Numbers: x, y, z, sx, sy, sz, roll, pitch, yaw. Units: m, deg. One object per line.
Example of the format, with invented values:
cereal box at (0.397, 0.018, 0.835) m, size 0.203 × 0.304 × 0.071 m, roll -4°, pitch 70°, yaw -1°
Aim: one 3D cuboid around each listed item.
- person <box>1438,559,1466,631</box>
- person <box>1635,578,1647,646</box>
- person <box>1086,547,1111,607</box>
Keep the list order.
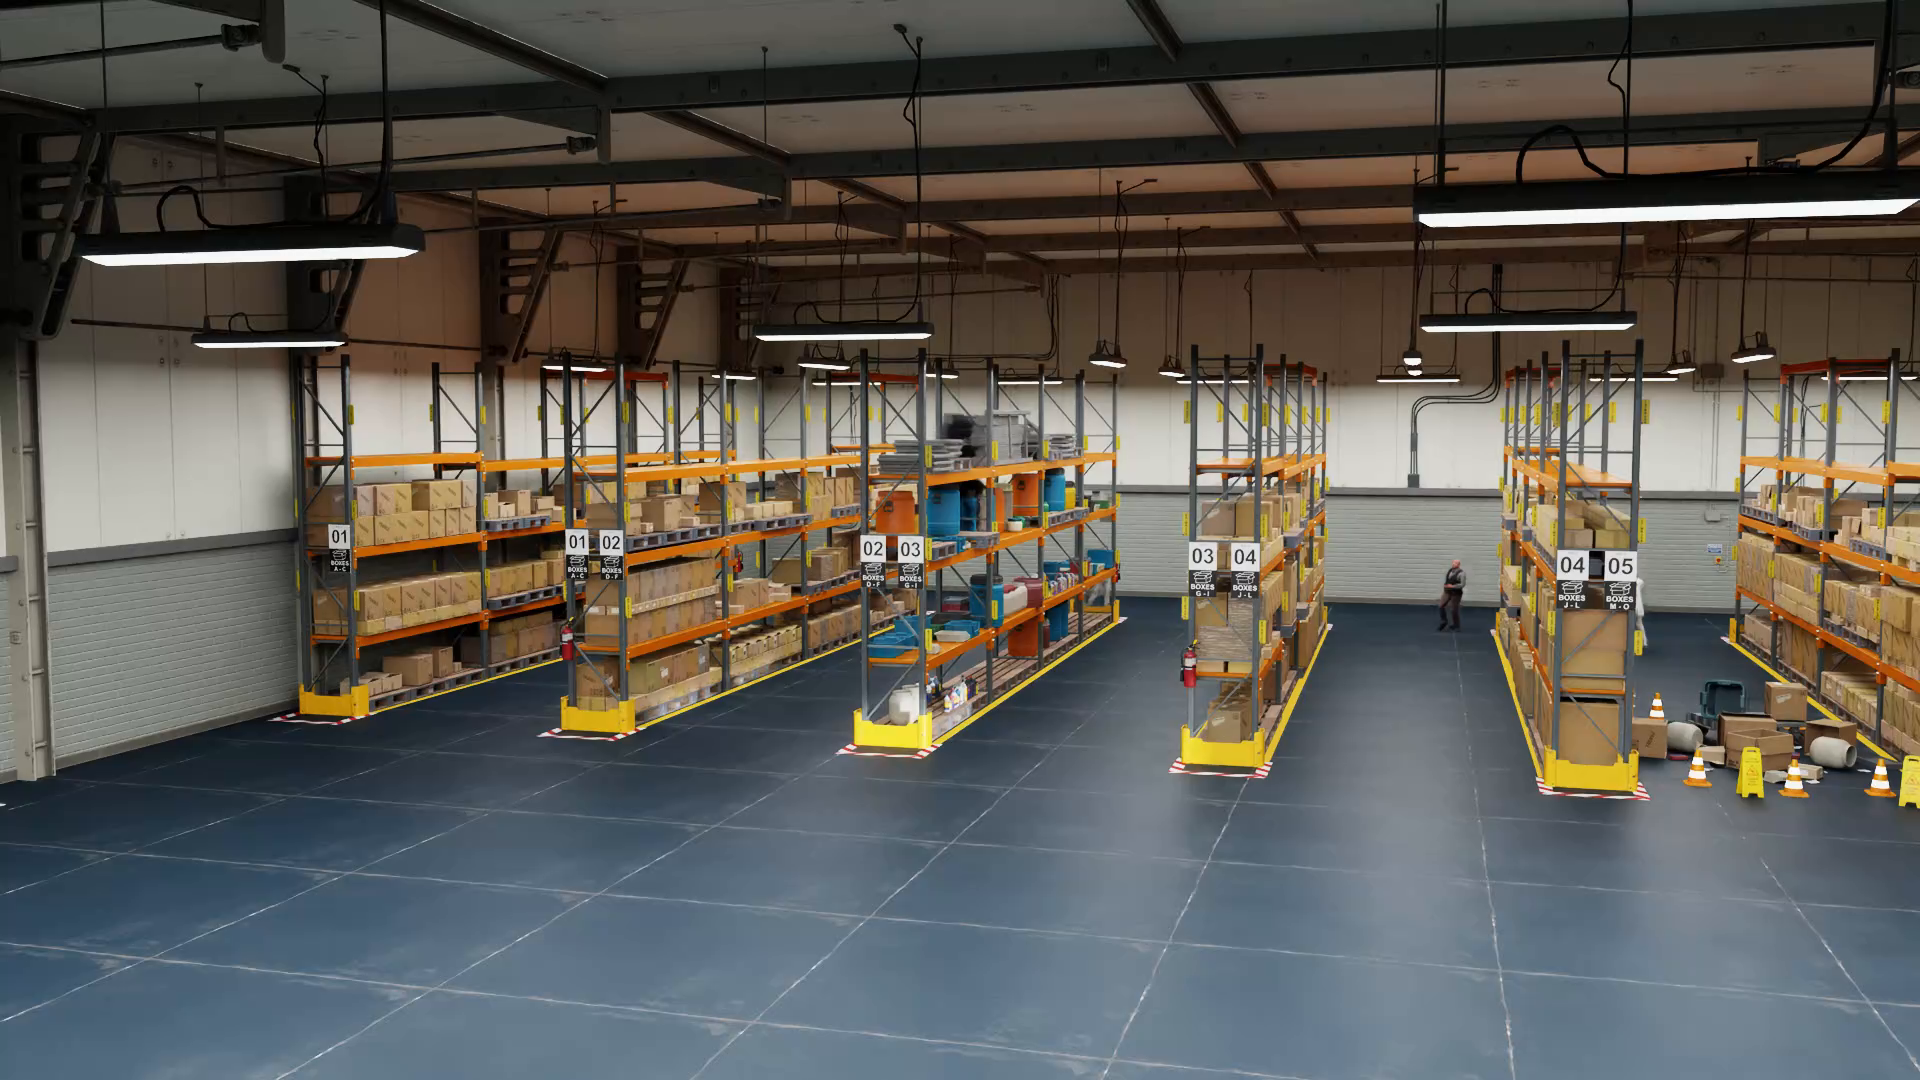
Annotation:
person at (11.459, 1.284, 38.521) m, size 0.681 × 1.729 × 0.698 m, roll -3°, pitch 5°, yaw -33°
person at (14.558, 1.442, 35.981) m, size 0.625 × 1.725 × 1.012 m, roll -1°, pitch 4°, yaw -9°
person at (3.588, 1.018, 41.669) m, size 0.637 × 1.681 × 0.938 m, roll -3°, pitch 5°, yaw -36°
